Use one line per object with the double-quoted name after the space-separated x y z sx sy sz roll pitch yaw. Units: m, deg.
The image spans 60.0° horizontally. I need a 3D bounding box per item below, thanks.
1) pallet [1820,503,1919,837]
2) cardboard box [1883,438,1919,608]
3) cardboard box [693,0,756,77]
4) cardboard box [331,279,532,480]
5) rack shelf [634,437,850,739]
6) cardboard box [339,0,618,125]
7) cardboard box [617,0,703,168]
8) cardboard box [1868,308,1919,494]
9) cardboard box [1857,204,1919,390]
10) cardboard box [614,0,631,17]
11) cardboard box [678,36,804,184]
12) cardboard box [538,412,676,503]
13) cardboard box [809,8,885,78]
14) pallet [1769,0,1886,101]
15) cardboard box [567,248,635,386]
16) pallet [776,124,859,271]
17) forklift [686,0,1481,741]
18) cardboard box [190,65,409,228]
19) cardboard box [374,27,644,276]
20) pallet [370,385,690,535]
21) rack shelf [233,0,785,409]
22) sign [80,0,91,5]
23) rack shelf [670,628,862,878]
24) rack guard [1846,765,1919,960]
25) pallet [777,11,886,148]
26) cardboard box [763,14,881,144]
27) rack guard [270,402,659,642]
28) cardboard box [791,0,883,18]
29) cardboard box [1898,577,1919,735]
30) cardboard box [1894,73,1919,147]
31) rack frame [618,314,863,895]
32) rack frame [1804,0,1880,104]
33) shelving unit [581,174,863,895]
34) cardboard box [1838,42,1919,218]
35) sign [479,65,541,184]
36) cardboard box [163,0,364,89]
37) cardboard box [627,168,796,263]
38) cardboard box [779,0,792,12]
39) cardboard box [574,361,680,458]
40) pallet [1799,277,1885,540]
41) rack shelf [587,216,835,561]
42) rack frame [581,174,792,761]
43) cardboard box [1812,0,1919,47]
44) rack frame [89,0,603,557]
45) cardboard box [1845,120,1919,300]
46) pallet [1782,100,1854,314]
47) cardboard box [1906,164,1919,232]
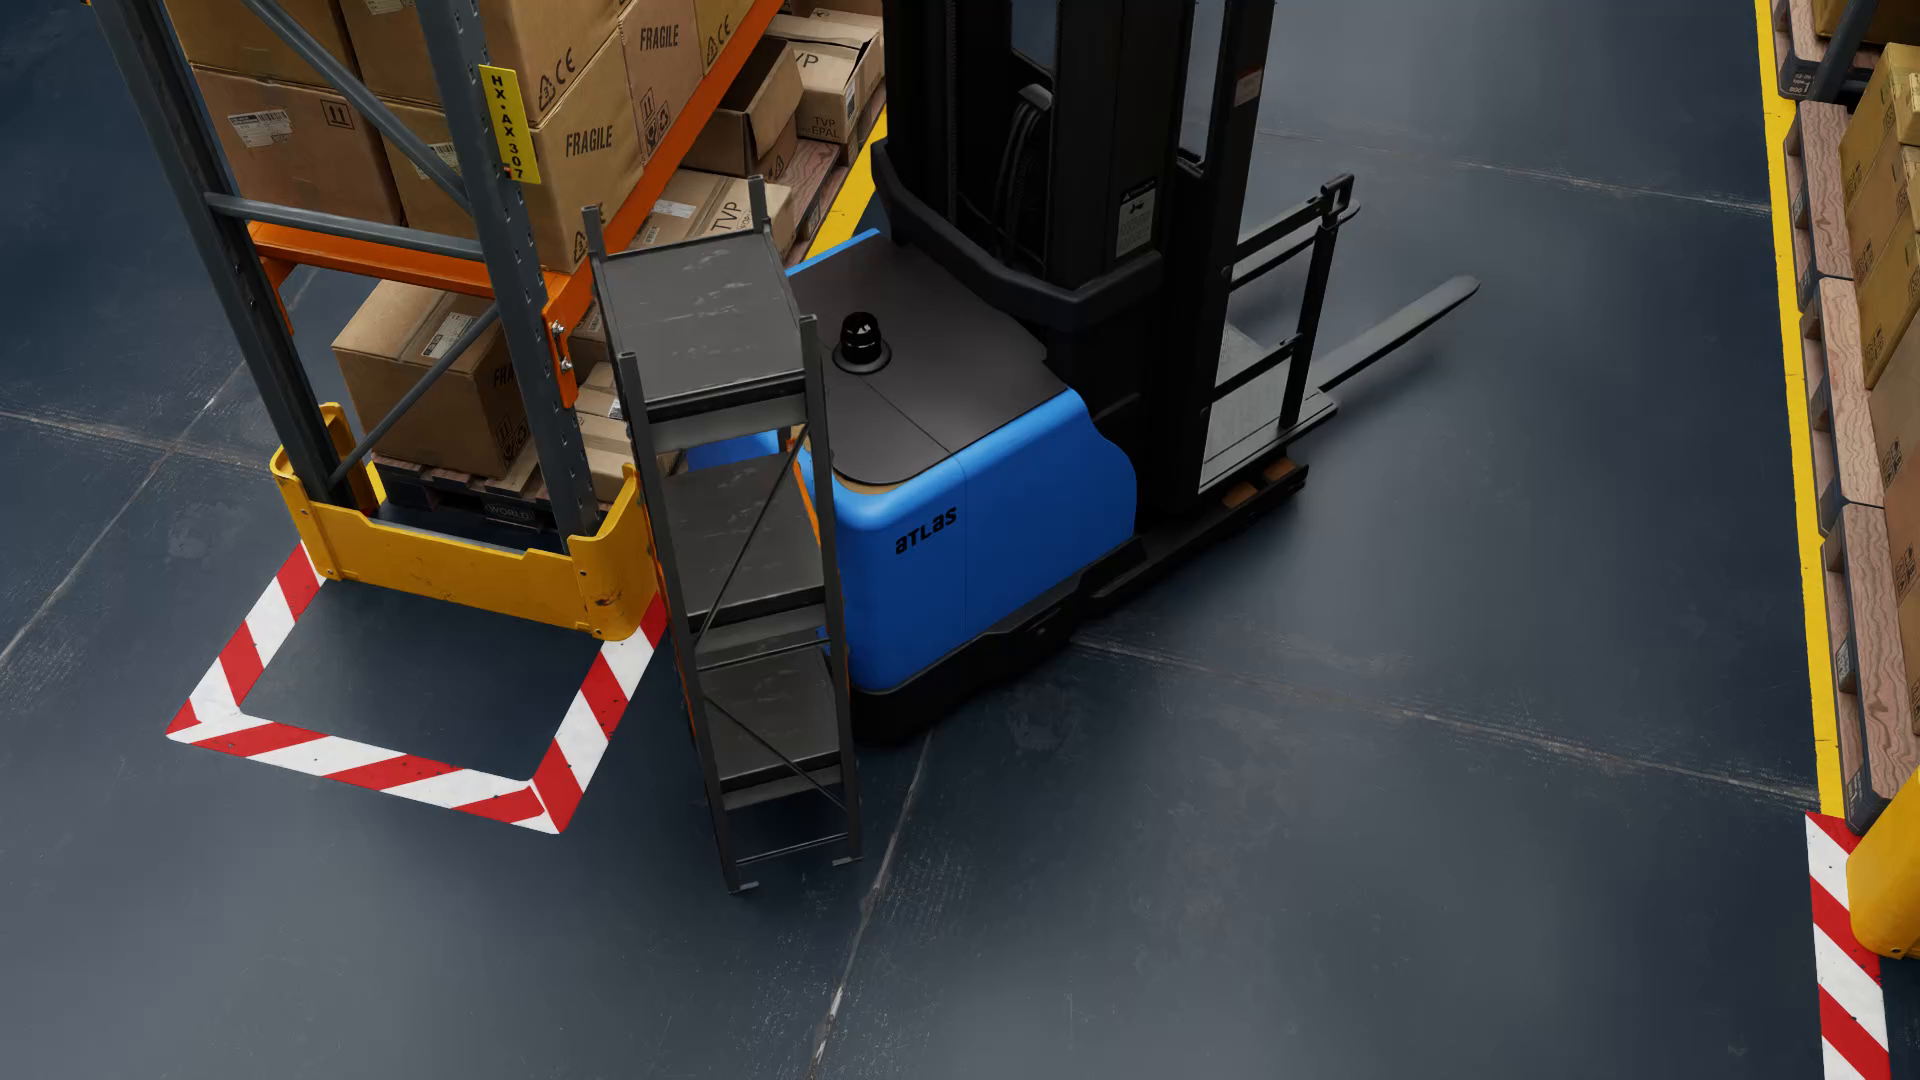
3.290 0.471 5.193 1.003 0.211 1.213 12 50 10 "pallet"
3.374 -0.057 5.187 0.700 0.500 0.500 11 50 10 "cardboard box"
-0.988 -1.871 5.334 0.500 0.500 0.500 11 50 10 "cardboard box"
-1.720 -0.593 5.646 0.500 0.500 0.500 12 50 10 "cardboard box"
-0.553 0.123 4.259 0.431 0.518 0.480 -13 50 -11 "rack shelf"
-1.254 -1.465 4.309 0.500 0.500 0.500 13 50 11 "cardboard box"
-1.123 -1.509 5.014 0.500 0.500 0.500 11 50 10 "cardboard box"
3.506 -0.421 5.508 0.700 0.500 0.500 10 49 9 "cardboard box"
3.639 -0.808 5.850 0.700 0.500 0.500 13 50 11 "cardboard box"
-1.124 -1.845 4.644 0.500 0.500 0.500 12 50 10 "cardboard box"
-1.062 -1.685 6.608 0.797 0.503 0.637 12 50 10 "cardboard box"
-1.183 -0.270 5.595 0.380 0.149 0.250 12 50 10 "cardboard box"
-0.490 -2.177 7.279 0.380 0.149 0.250 12 50 10 "cardboard box"
4.338 -2.401 7.728 1.003 0.211 1.213 12 50 10 "pallet"
-1.077 -0.767 5.967 0.500 0.250 0.500 12 50 10 "cardboard box"
-1.073 -1.421 6.864 1.003 0.211 1.213 12 50 10 "pallet"
0.592 -1.289 4.932 3.031 2.935 1.130 -31 55 -24 "forklift"
-1.770 -1.243 4.780 0.500 0.500 0.500 13 50 11 "cardboard box"
-1.254 -1.134 4.684 0.500 0.500 0.500 13 50 11 "cardboard box"
-1.396 -0.541 6.087 1.003 0.211 1.213 12 50 10 "pallet"
-1.099 -2.041 6.031 1.077 0.370 4.000 12 50 10 "rack shelf"
-2.155 -1.444 4.041 0.100 0.325 0.005 12 50 10 "sign"
-0.553 0.586 4.784 0.431 0.518 0.480 -13 50 -11 "rack shelf"
3.148 0.987 4.546 1.175 0.500 0.348 12 50 10 "rack guard"
-0.754 -2.306 7.645 1.003 0.211 1.213 12 50 10 "pallet"
-0.646 -1.971 6.989 0.500 0.311 0.500 12 50 10 "cardboard box"
-1.605 -0.060 5.470 1.175 0.500 0.348 12 50 10 "rack guard"
-0.449 -2.576 7.397 0.500 0.500 0.500 12 50 10 "cardboard box"
3.243 0.305 4.868 0.700 0.500 0.500 12 50 10 "cardboard box"
3.646 -1.545 6.067 0.380 0.149 0.250 13 50 11 "cardboard box"
-0.481 0.289 4.095 0.400 2.100 0.015 -13 50 -11 "rack frame"
4.208 -2.751 6.177 1.000 3.000 0.127 12 50 10 "rack frame"
-0.553 0.114 4.249 0.431 2.100 0.503 -13 50 -11 "shelving unit"
3.912 -1.542 6.497 0.700 0.500 0.500 12 50 11 "cardboard box"
-1.102 -1.012 4.065 0.100 0.325 0.005 12 50 10 "sign"
-1.773 -1.573 4.404 0.500 0.500 0.500 11 50 10 "cardboard box"
-0.945 -1.129 6.286 0.500 0.250 0.500 12 50 10 "cardboard box"
-0.892 -2.721 7.650 0.500 0.311 0.500 12 50 10 "cardboard box"
-1.118 -0.456 5.748 0.380 0.166 0.250 12 50 10 "cardboard box"
3.613 -0.408 5.970 1.003 0.211 1.213 12 50 10 "pallet"
-0.553 -0.340 3.734 0.431 0.518 0.480 -13 50 -11 "rack shelf"
-0.624 -0.061 4.403 0.400 2.100 0.015 -13 50 -11 "rack frame"
4.253 -2.674 7.263 0.750 0.750 0.750 12 50 10 "cardboard box"
-1.625 -0.832 4.484 1.000 3.000 0.127 12 50 10 "rack frame"
3.776 -1.179 6.177 0.700 0.500 0.500 11 50 10 "cardboard box"
3.932 -1.294 6.751 1.003 0.211 1.213 12 50 10 "pallet"
3.508 -1.167 5.734 0.380 0.149 0.250 10 49 9 "cardboard box"
